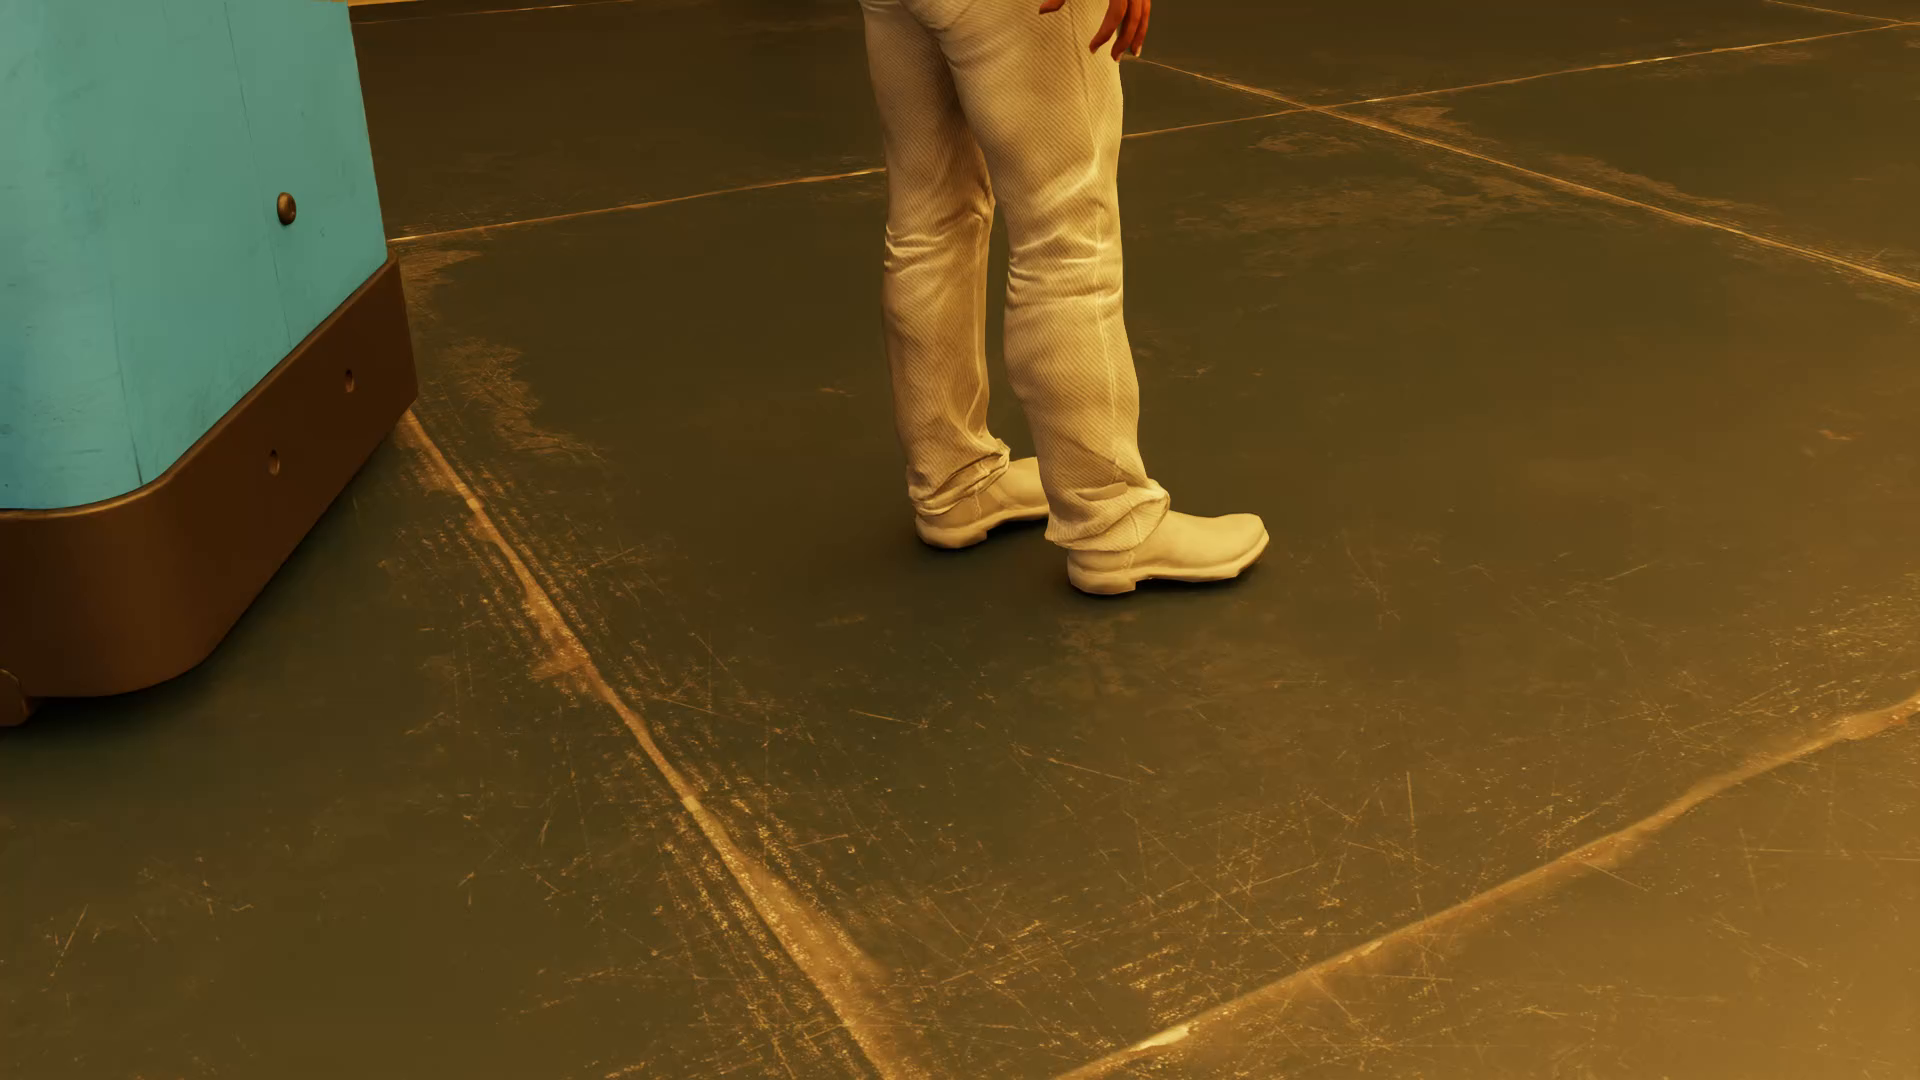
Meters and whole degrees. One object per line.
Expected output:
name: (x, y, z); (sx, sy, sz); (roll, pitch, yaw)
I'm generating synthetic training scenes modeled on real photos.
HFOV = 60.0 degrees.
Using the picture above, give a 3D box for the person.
person: (0.063, -0.807, 2.123); (0.577, 1.765, 0.666); (-15, 30, -26)

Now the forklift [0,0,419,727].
forklift: (-2.439, -1.300, 1.823); (3.031, 2.935, 1.130); (0, 27, 1)
